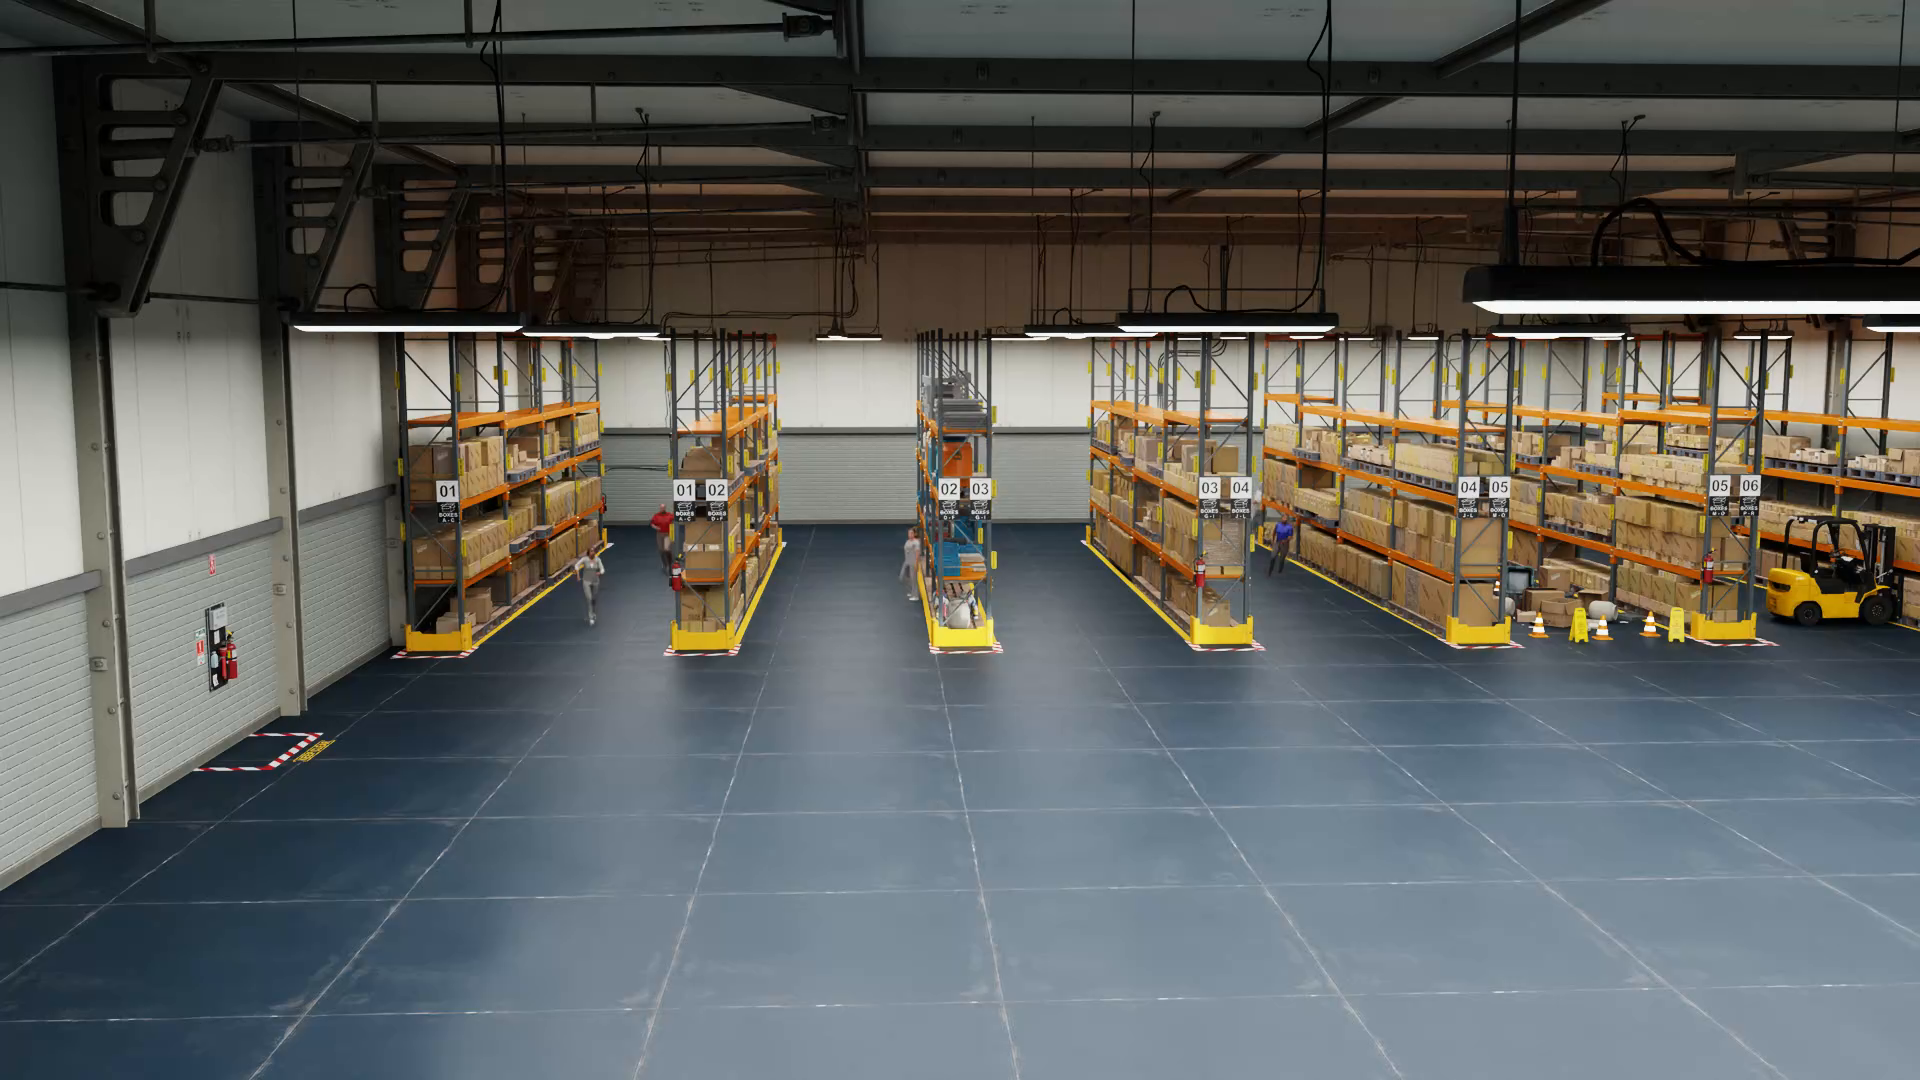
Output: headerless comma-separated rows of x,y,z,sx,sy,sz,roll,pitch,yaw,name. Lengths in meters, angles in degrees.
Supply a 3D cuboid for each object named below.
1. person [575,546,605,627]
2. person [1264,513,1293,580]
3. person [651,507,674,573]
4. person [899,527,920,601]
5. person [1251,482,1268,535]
-7.580,0.915,34.082,0.571,1.621,0.869,-3,7,-23,person
7.776,0.146,40.412,0.658,1.613,0.774,3,7,21,person
-7.449,-0.009,41.874,0.595,1.686,0.699,0,7,2,person
-1.077,0.531,36.953,0.437,1.659,0.547,-6,9,-42,person
8.847,-0.883,48.776,0.703,1.804,0.639,-3,7,-25,person
